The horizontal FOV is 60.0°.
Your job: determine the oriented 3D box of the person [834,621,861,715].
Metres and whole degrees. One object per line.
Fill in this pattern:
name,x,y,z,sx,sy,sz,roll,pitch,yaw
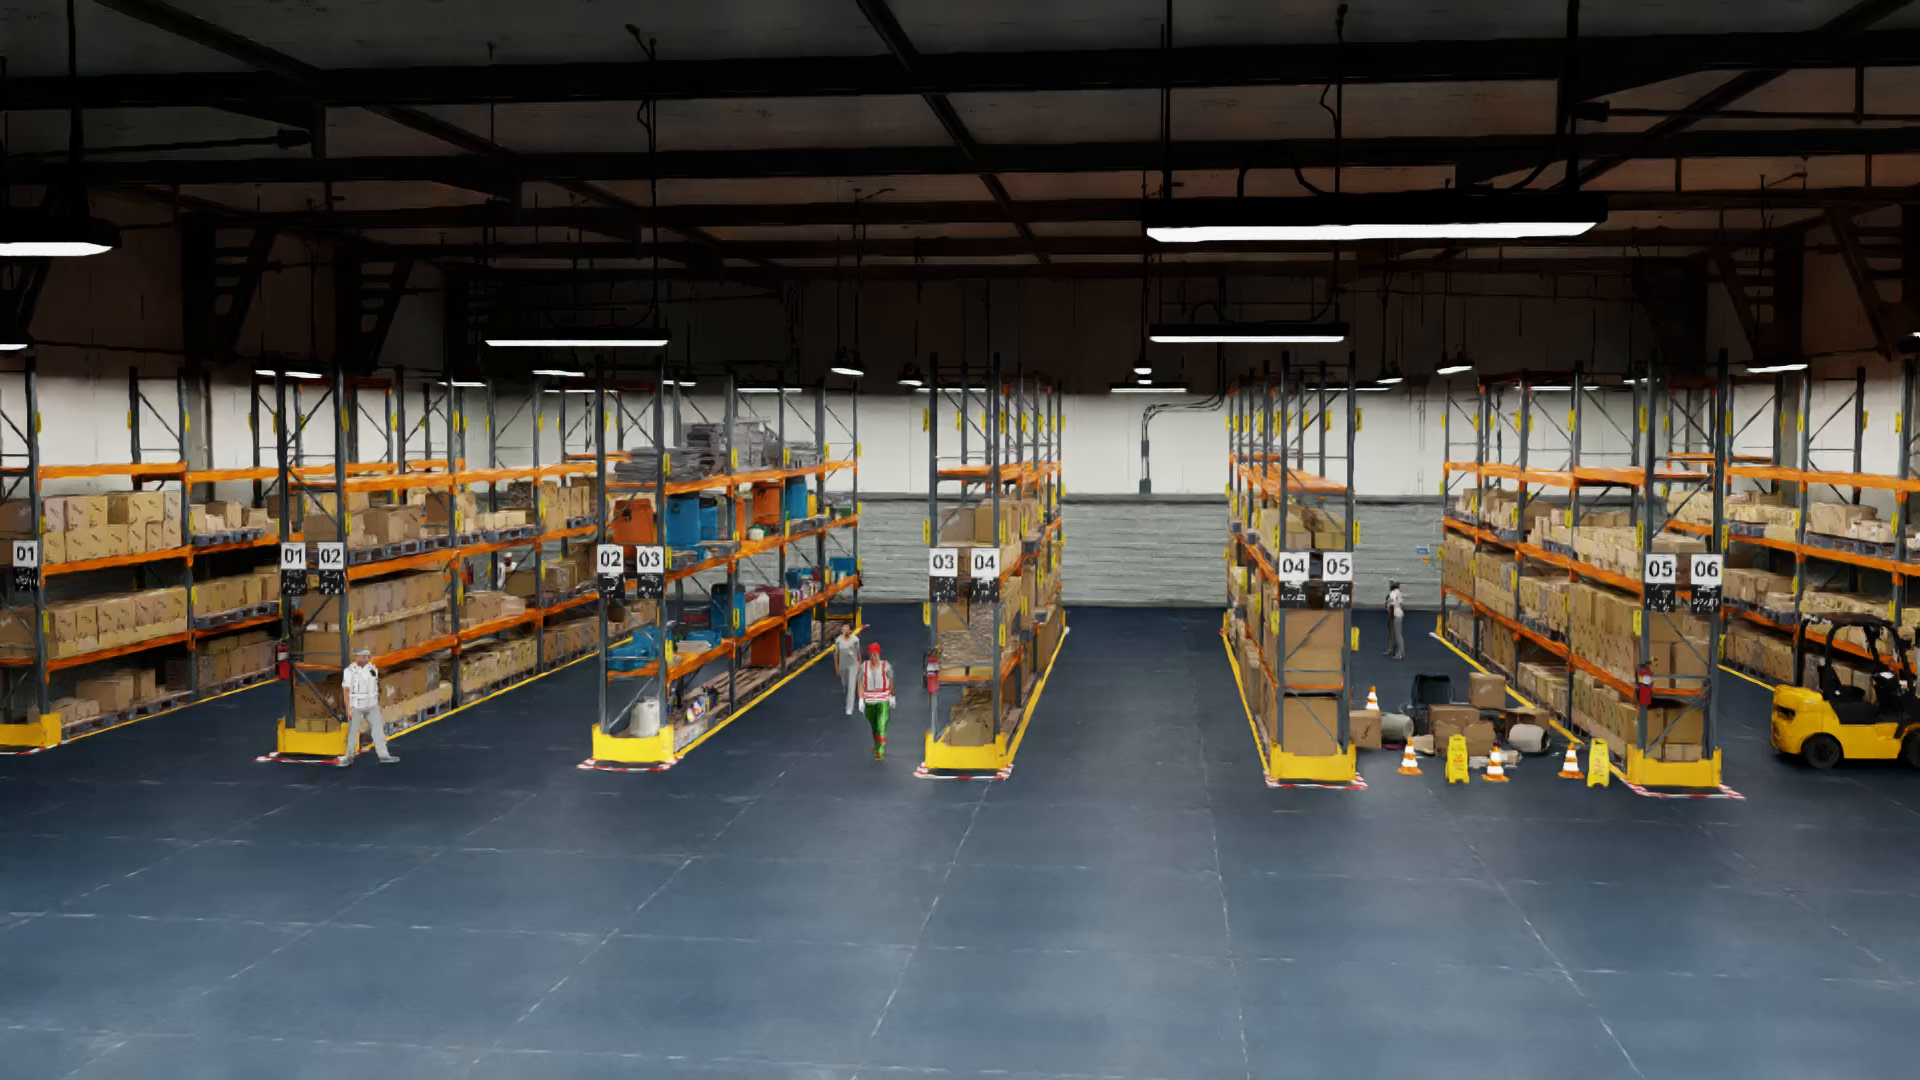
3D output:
person,-1.945,2.169,28.589,0.446,1.590,1.109,1,4,9

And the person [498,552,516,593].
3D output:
person,-11.447,1.151,42.171,0.693,1.716,0.813,-1,4,-15

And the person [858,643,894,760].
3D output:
person,-1.275,2.377,24.790,0.534,1.705,1.104,1,4,10

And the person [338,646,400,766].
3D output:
person,-8.666,2.400,24.243,0.772,1.755,0.588,-4,6,-43

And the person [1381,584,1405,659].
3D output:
person,9.216,1.669,35.356,0.561,1.638,0.587,2,5,27
